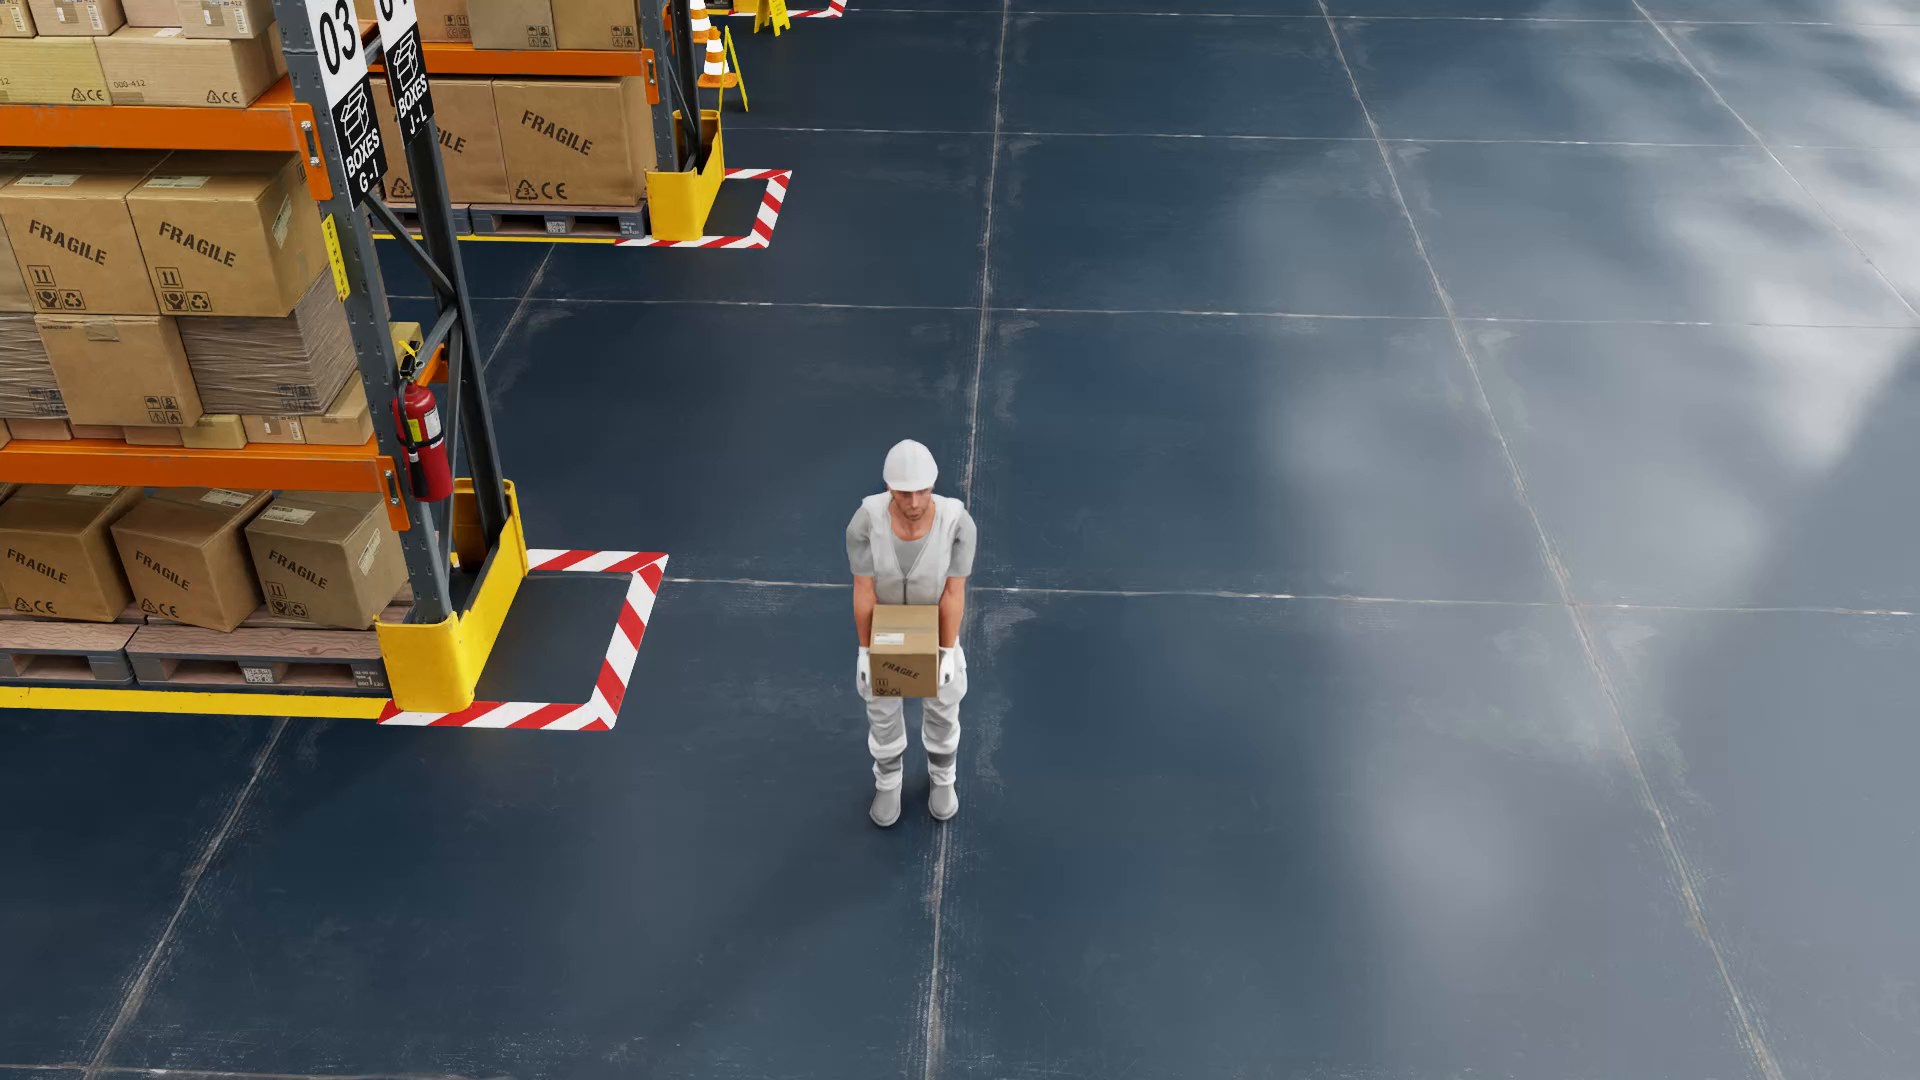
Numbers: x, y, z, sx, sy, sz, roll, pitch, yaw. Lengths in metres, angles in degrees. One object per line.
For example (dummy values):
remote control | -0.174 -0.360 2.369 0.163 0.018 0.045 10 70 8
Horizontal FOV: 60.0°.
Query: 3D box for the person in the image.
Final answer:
person | -0.187 0.407 6.528 0.495 1.781 0.563 1 35 1
